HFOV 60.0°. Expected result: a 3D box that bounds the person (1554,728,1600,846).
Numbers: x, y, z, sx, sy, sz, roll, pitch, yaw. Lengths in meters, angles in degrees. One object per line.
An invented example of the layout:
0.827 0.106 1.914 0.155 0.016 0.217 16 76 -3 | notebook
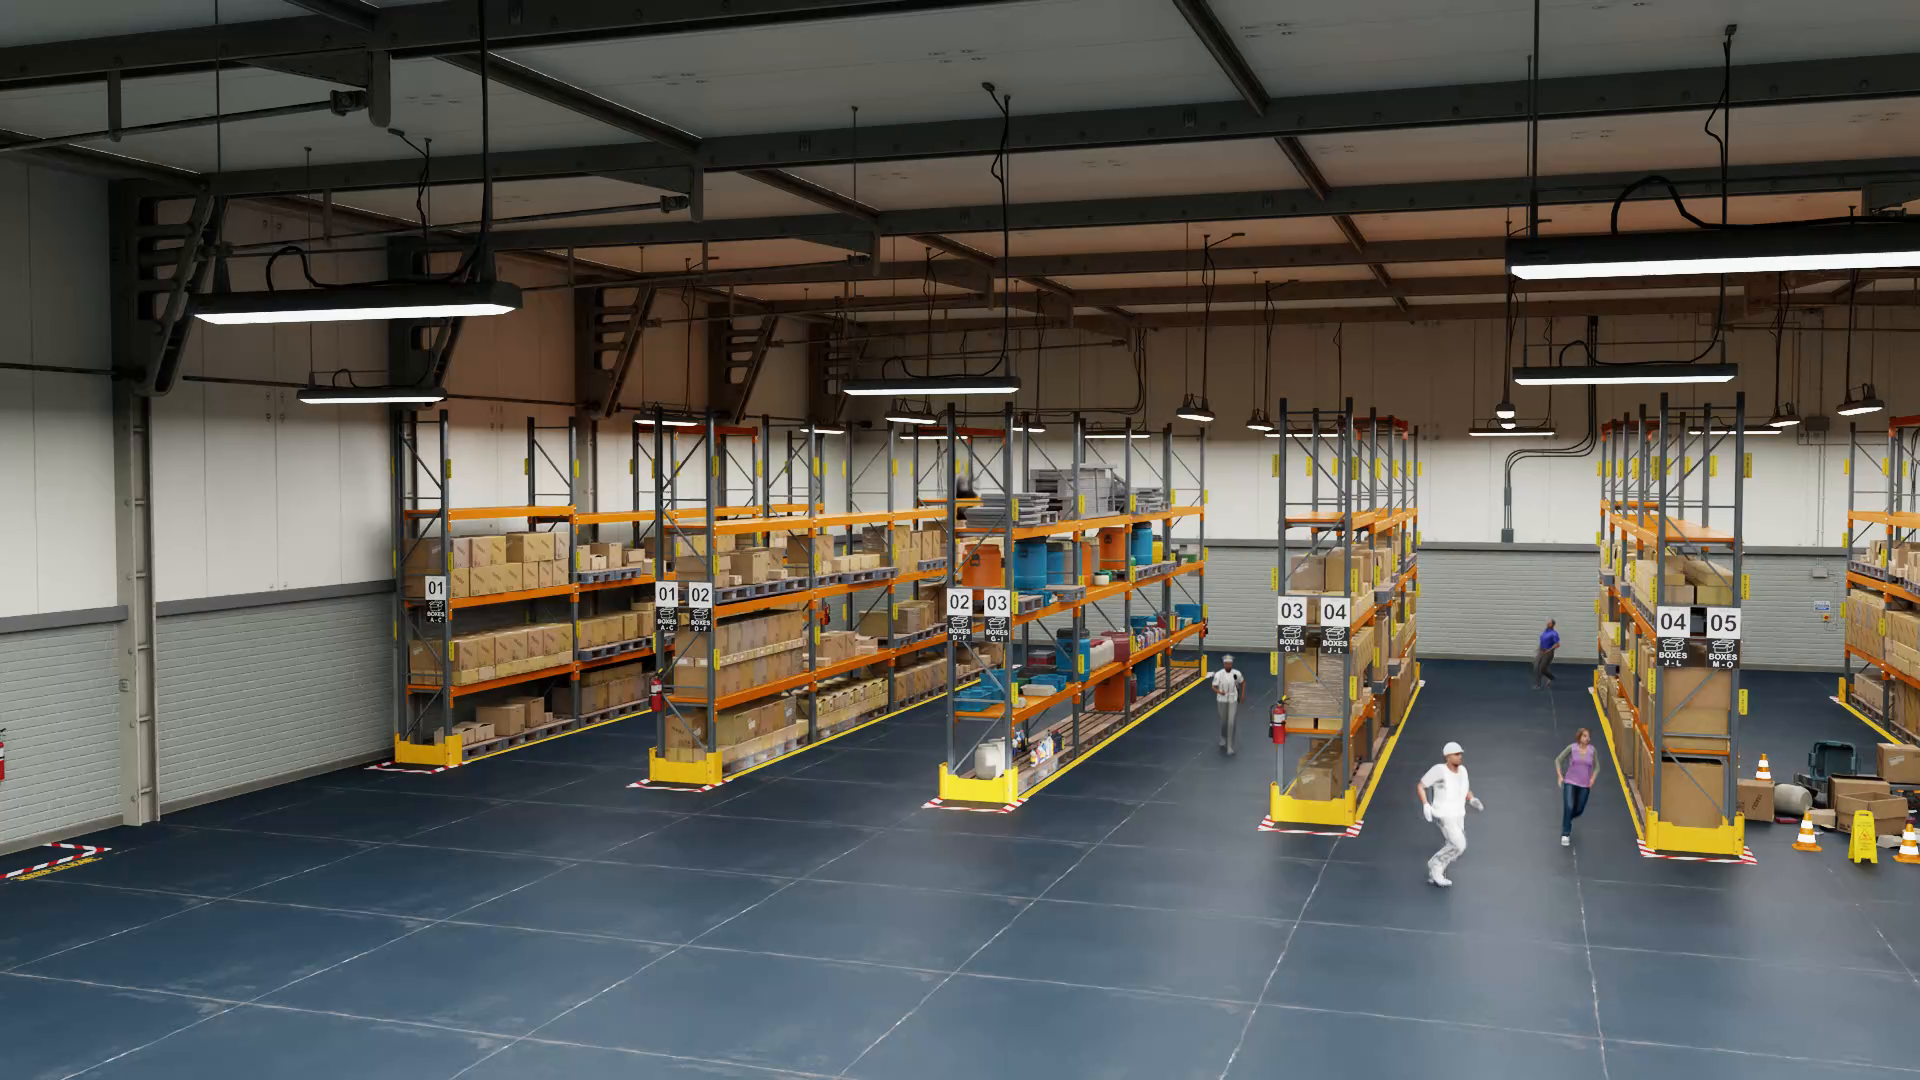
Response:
8.284 3.286 22.331 0.582 1.559 0.610 0 2 11 | person

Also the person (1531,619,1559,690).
13.271 2.640 37.648 0.639 1.541 0.630 -1 3 -24 | person

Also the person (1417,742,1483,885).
5.847 3.270 19.750 0.677 1.732 0.697 -2 3 -35 | person

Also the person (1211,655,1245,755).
4.762 2.890 29.517 0.595 1.723 0.828 0 2 9 | person
